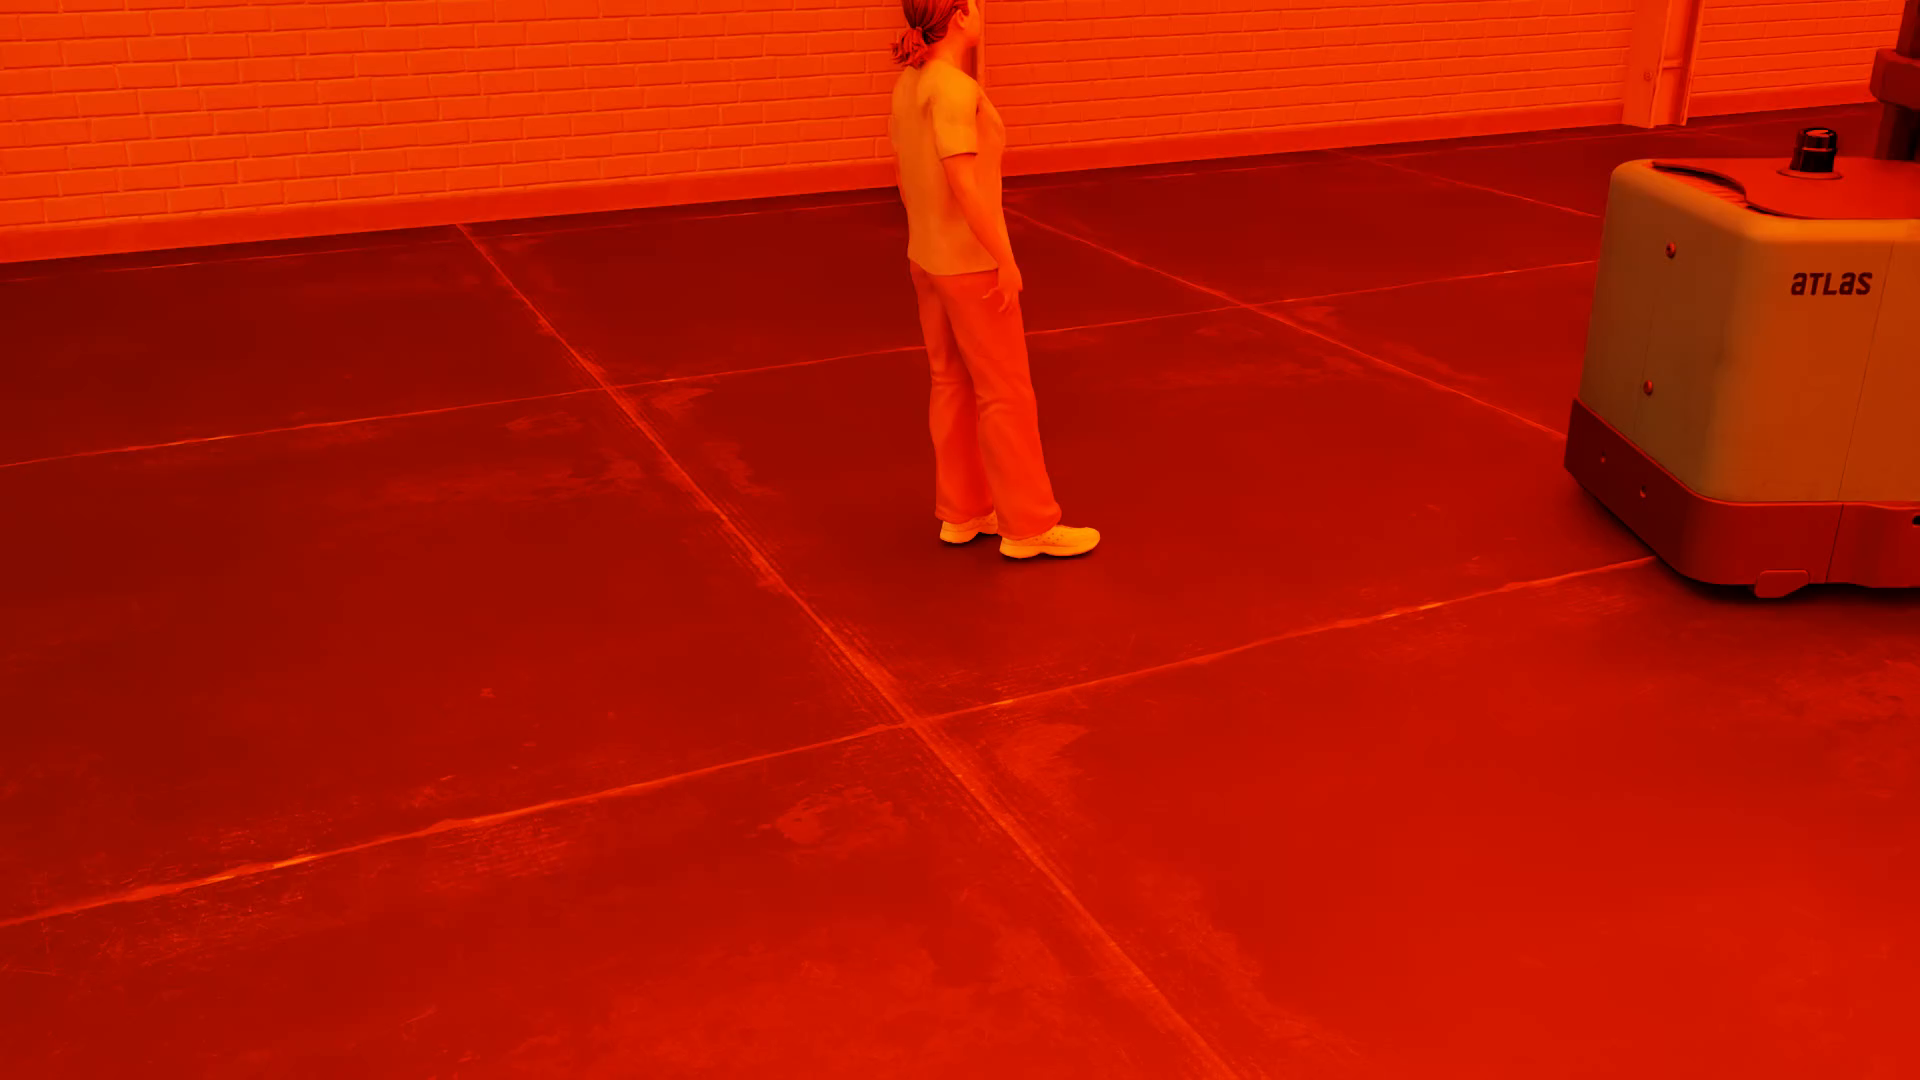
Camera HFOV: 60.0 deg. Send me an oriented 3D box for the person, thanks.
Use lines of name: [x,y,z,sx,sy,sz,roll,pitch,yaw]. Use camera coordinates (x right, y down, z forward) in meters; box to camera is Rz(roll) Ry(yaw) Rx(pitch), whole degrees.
person: [0.072,-0.789,4.801,0.549,1.675,0.553,-10,25,-23]

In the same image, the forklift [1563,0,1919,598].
forklift: [3.525,-1.382,4.612,3.031,2.935,1.130,-1,23,-2]
